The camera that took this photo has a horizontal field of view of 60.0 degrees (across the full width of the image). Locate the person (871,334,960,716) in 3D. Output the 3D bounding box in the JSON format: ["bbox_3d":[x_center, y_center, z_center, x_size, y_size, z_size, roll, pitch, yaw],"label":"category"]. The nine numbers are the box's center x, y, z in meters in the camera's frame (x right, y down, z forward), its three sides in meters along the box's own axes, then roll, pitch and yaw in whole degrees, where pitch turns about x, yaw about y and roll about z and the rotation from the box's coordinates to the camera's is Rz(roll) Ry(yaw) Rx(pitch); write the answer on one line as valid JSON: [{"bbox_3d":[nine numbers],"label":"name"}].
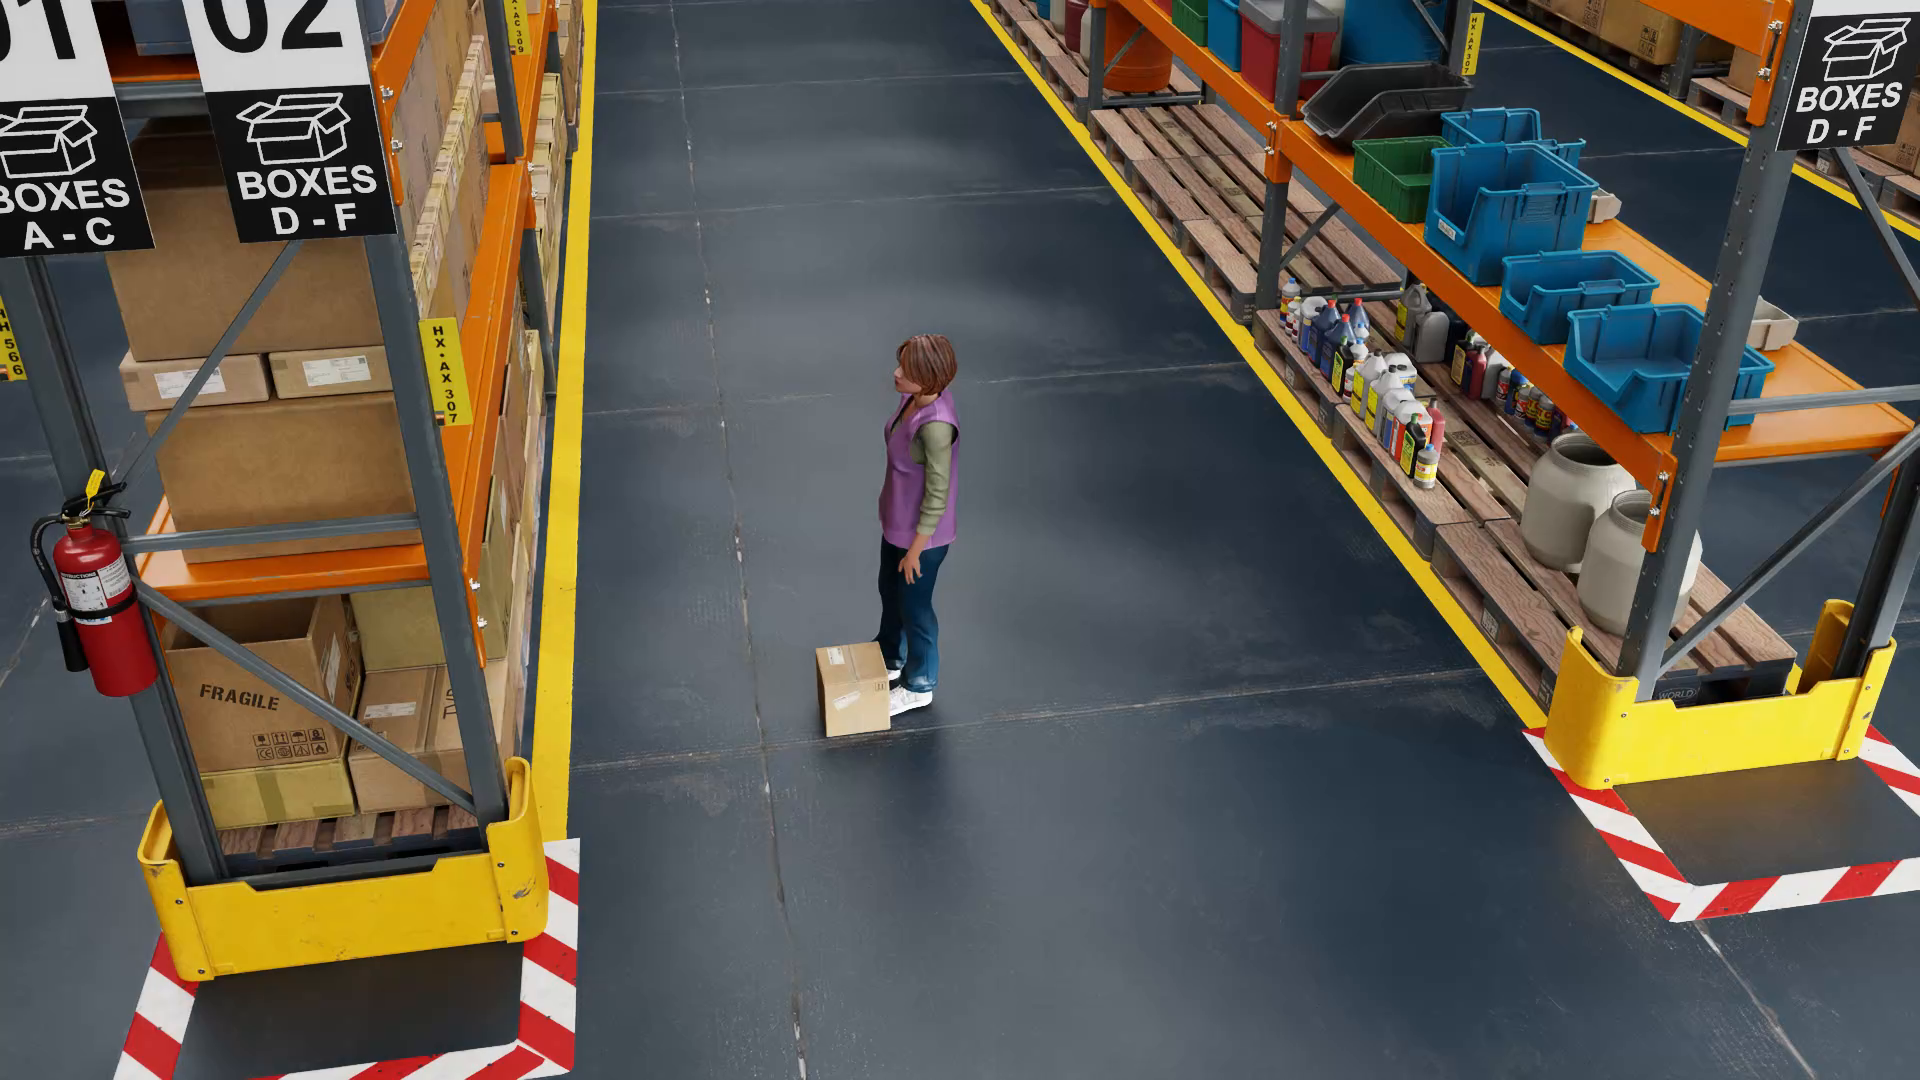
[{"bbox_3d":[-0.243,-0.038,6.188,0.472,1.599,0.521,-5,32,-9],"label":"person"}]
